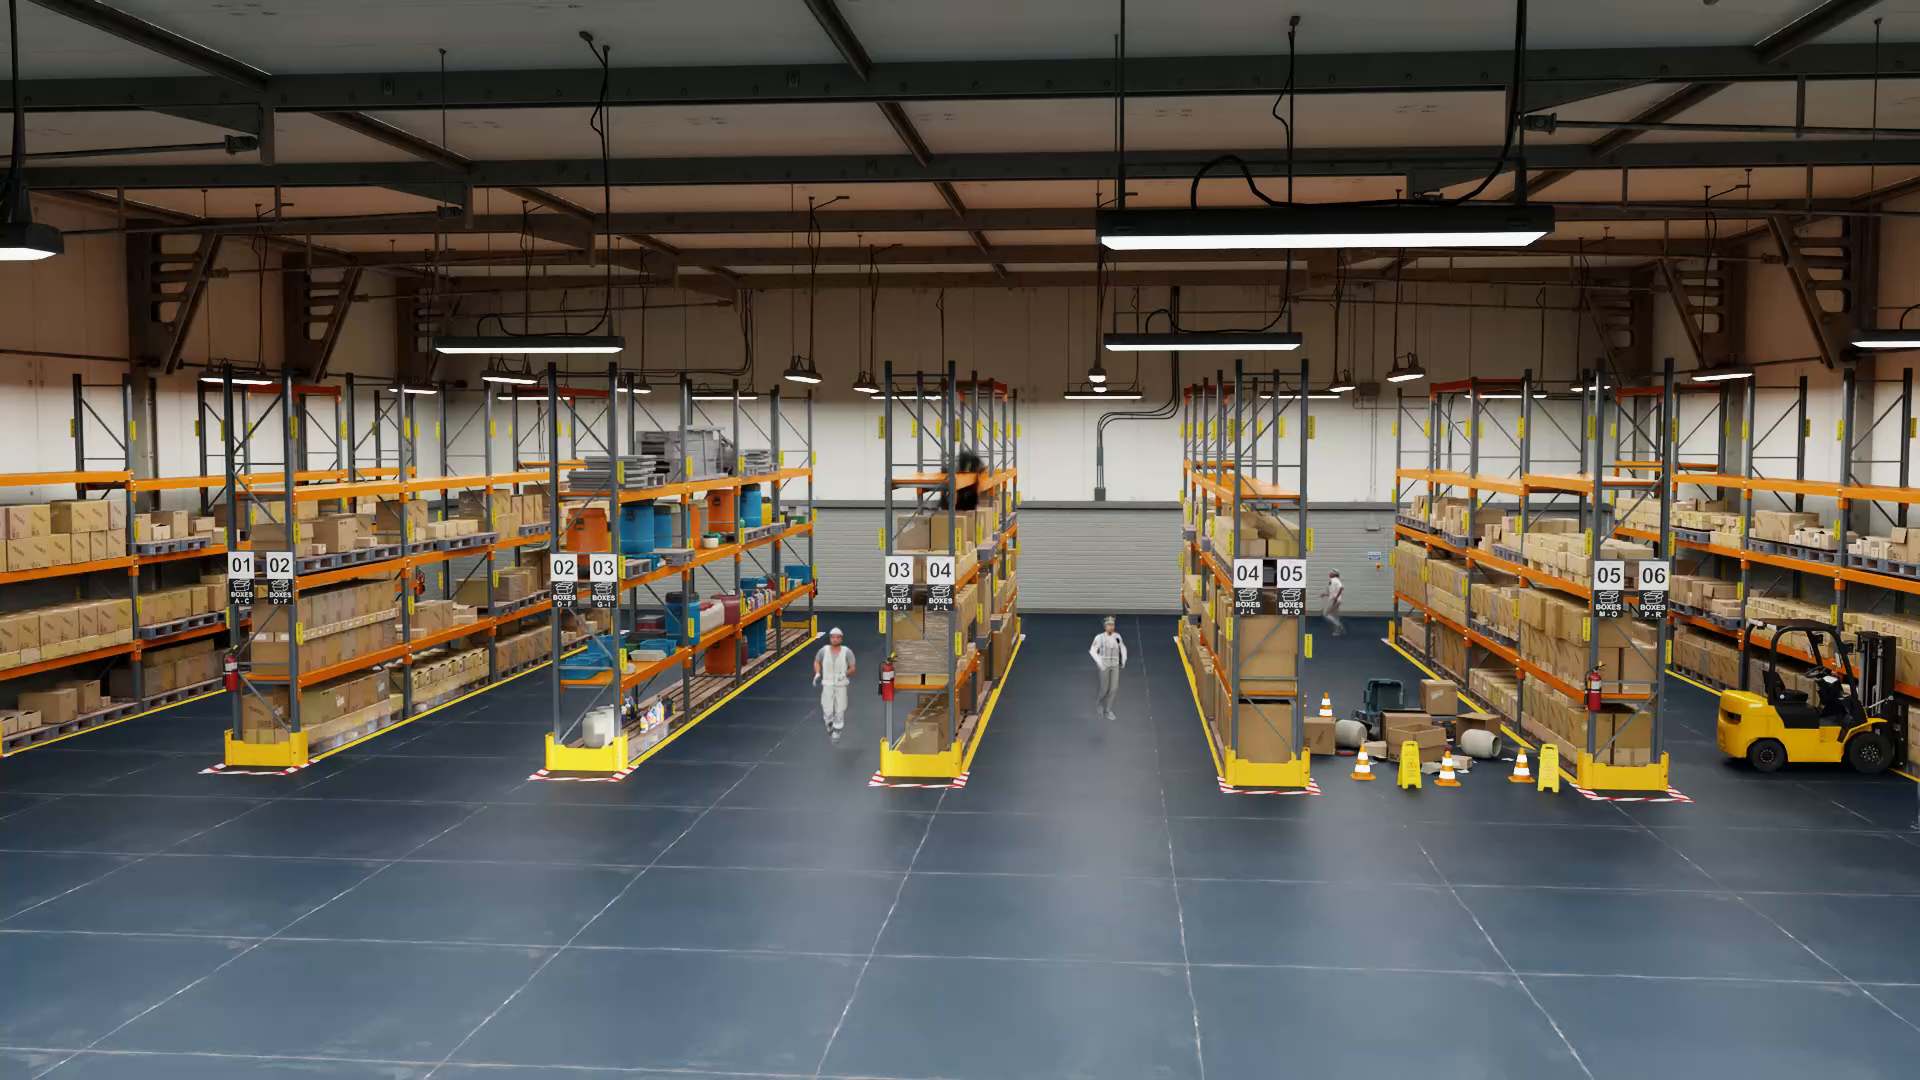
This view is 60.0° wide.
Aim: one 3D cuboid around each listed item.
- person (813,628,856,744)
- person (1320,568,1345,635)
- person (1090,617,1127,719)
[{"bbox_3d":[-1.882,2.203,24.961,0.649,1.758,0.574,0,4,0],"label":"person"},{"bbox_3d":[9.085,1.497,40.573,0.608,1.661,0.608,1,4,15],"label":"person"},{"bbox_3d":[2.464,2.088,27.380,0.643,1.677,0.527,-1,4,-13],"label":"person"}]
